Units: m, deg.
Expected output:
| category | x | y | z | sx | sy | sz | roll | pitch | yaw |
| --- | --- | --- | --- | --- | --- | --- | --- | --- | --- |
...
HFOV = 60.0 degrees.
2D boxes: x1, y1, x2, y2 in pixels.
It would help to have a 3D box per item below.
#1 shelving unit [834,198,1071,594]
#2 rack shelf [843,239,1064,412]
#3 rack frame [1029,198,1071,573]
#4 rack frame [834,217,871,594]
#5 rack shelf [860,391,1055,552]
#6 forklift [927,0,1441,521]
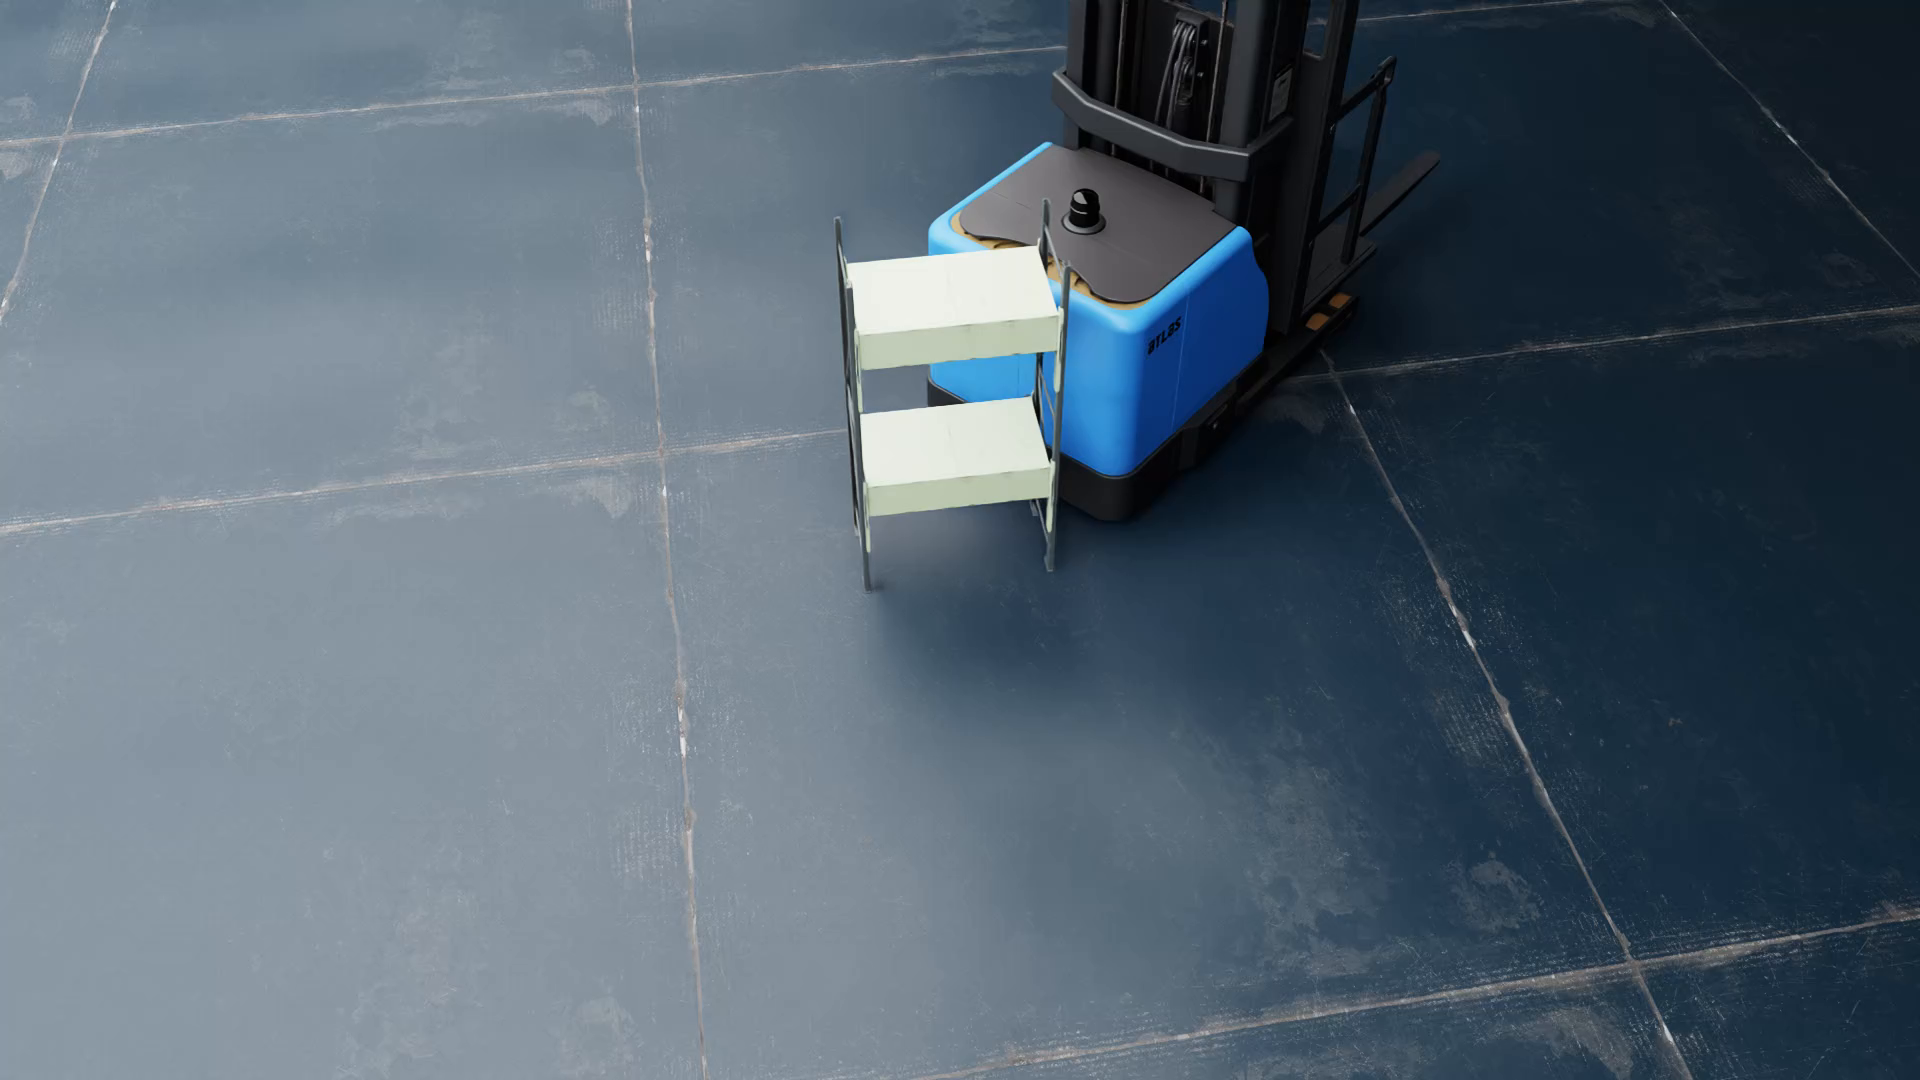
| category | x | y | z | sx | sy | sz | roll | pitch | yaw |
| --- | --- | --- | --- | --- | --- | --- | --- | --- | --- |
| shelving unit | -0.032 | -0.492 | 6.183 | 0.755 | 1.500 | 0.431 | -6 | 46 | -6 |
| rack shelf | -0.032 | -0.763 | 5.902 | 0.720 | 0.370 | 0.431 | -6 | 46 | -6 |
| rack frame | 0.329 | -0.533 | 6.222 | 0.023 | 1.500 | 0.400 | -6 | 46 | -6 |
| rack frame | -0.394 | -0.452 | 6.144 | 0.023 | 1.500 | 0.400 | -6 | 46 | -6 |
| rack shelf | -0.032 | -0.266 | 6.418 | 0.720 | 0.370 | 0.431 | -6 | 46 | -6 |
| forklift | 1.183 | -2.093 | 6.731 | 1.130 | 2.935 | 3.031 | 31 | 53 | 26 |
